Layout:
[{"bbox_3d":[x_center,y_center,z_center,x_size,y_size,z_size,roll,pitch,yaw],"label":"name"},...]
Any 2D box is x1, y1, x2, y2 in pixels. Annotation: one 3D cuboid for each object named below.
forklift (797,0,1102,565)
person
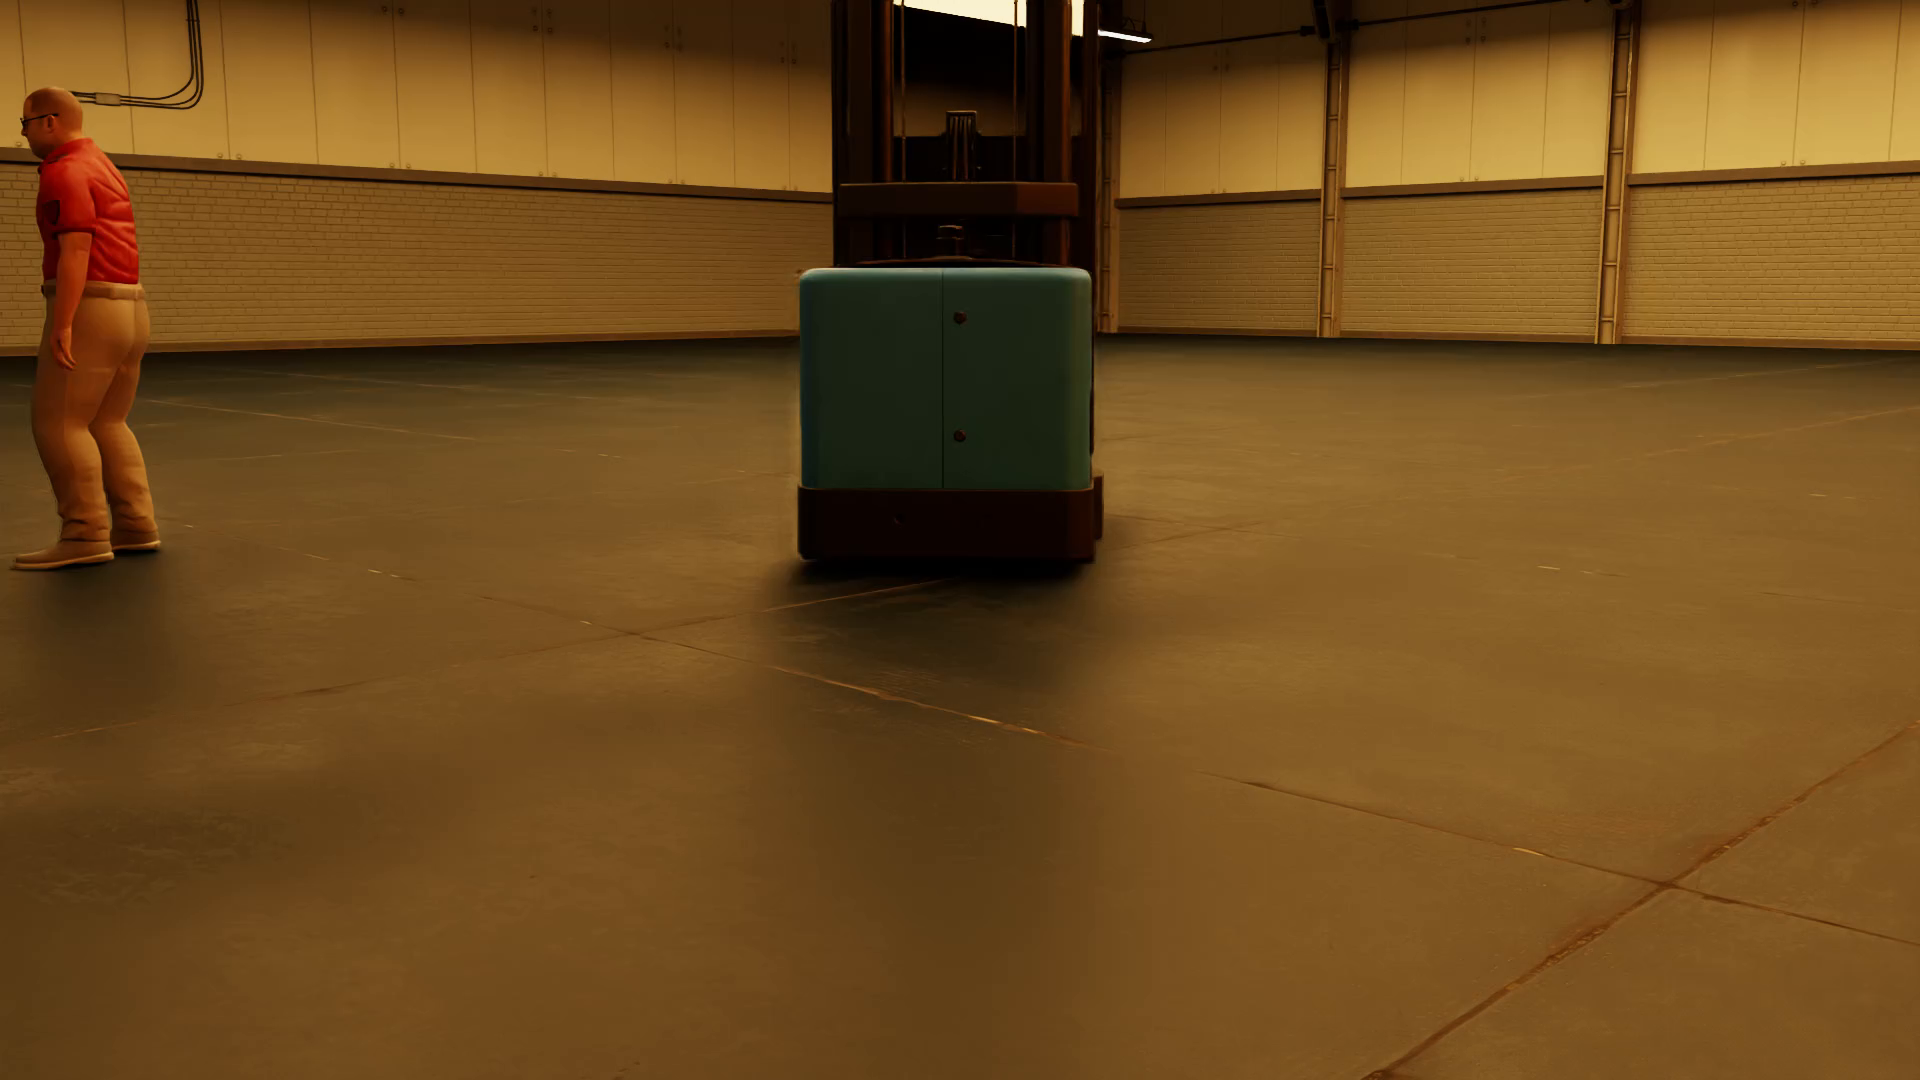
[{"bbox_3d":[0.033,-1.540,7.102,1.130,2.935,3.031,1,9,3],"label":"forklift"},{"bbox_3d":[-3.255,-0.781,6.148,0.422,1.736,0.594,-1,9,-7],"label":"person"}]
